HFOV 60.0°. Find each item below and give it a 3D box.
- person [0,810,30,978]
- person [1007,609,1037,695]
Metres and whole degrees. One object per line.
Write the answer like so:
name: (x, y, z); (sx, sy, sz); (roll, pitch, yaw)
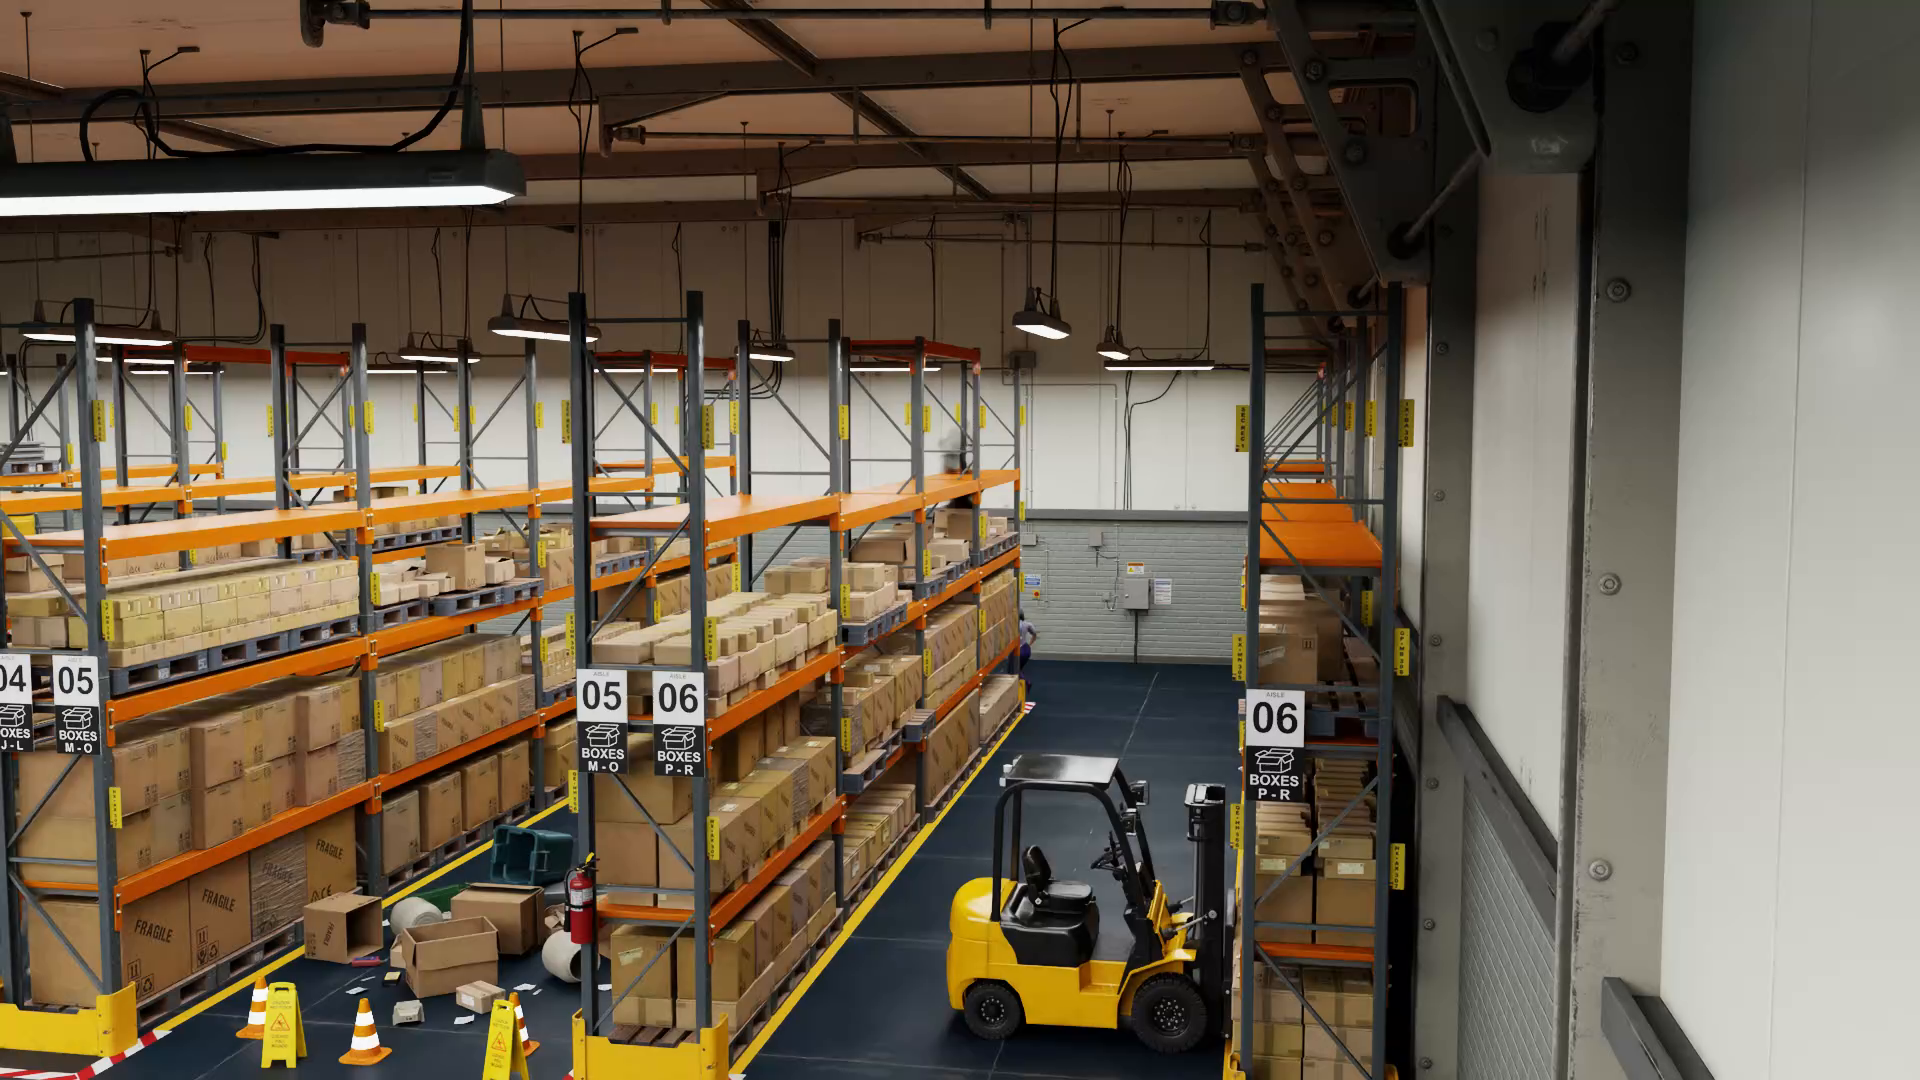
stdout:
person: (-8.417, 3.180, 14.740); (0.518, 1.607, 0.748); (0, 5, 0)
person: (1.033, 2.012, 29.487); (0.660, 1.608, 0.551); (-4, 6, -41)
